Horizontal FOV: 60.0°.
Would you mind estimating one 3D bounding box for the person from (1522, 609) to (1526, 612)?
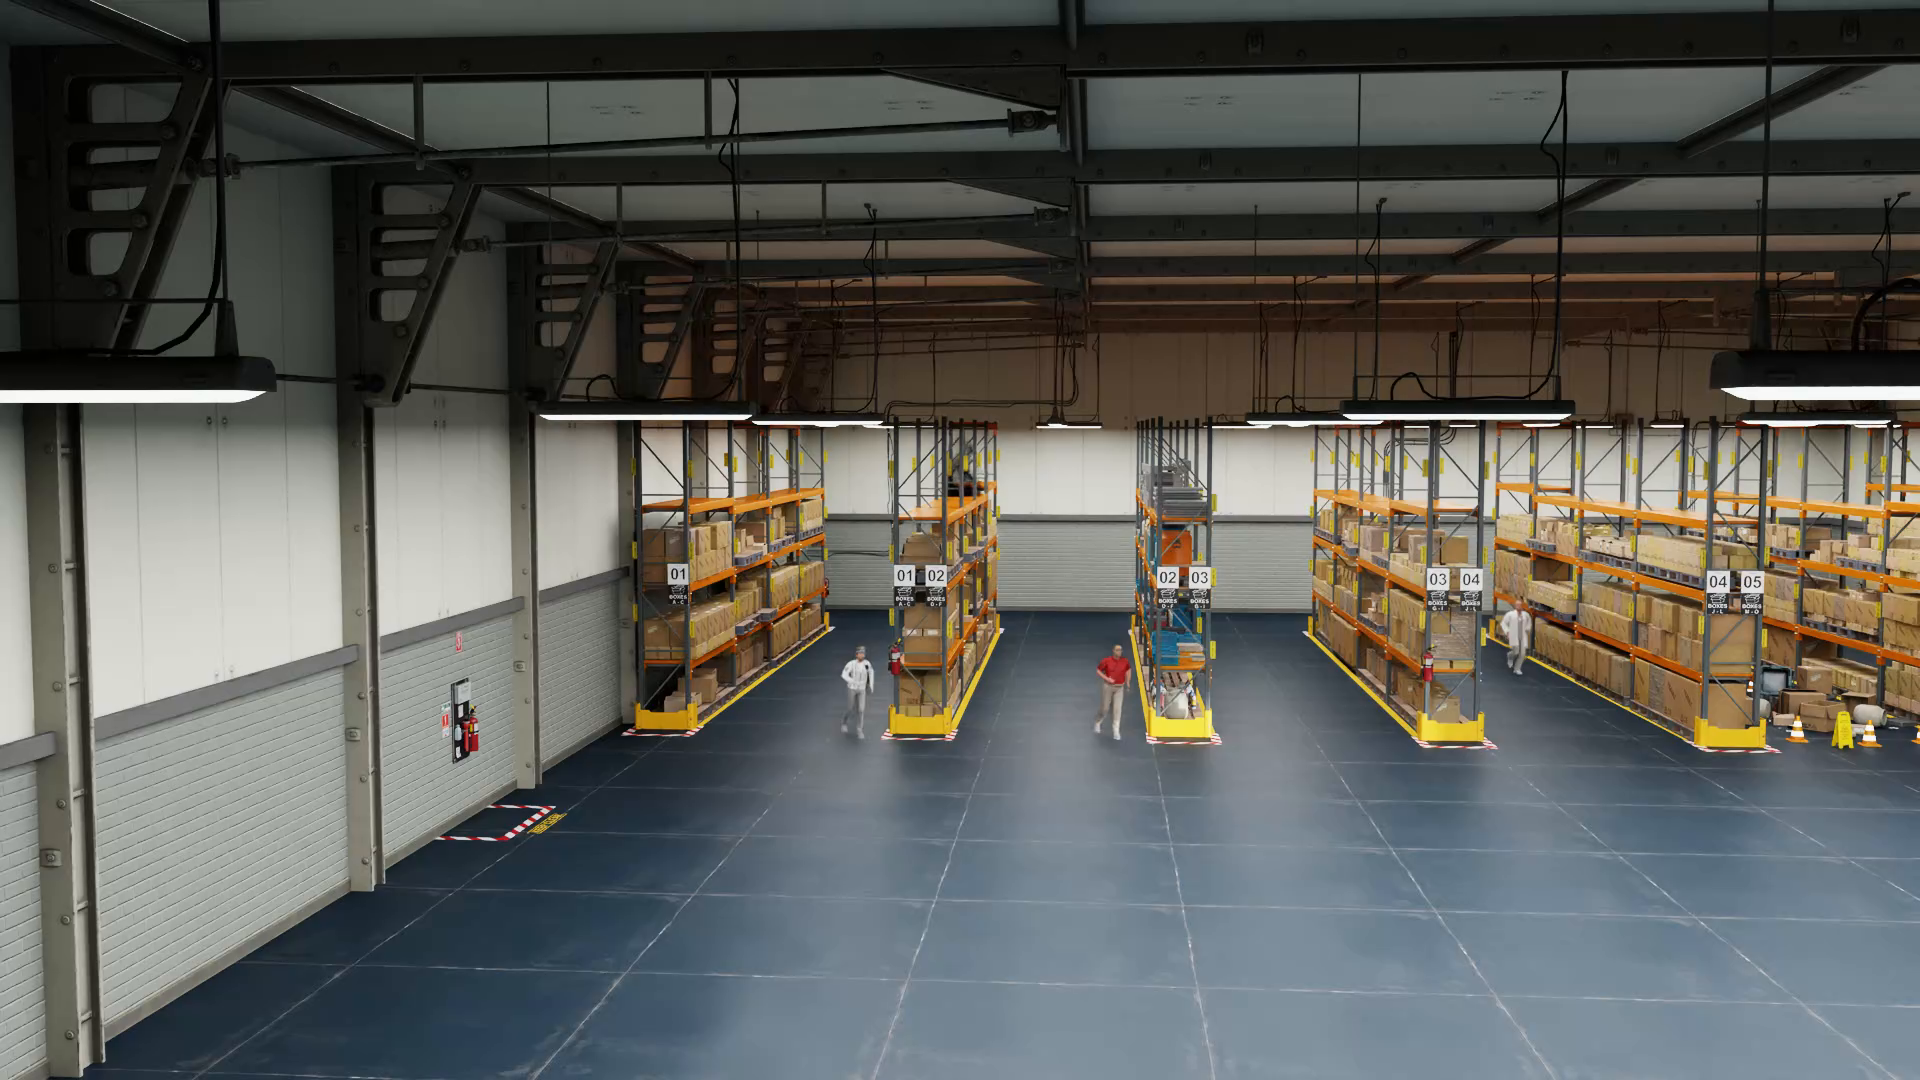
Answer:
[{"bbox_3d":[16.140,1.935,47.433,0.480,1.289,0.675,4,5,45],"label":"person"}]

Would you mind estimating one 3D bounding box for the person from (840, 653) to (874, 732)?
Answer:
[{"bbox_3d":[-1.908,2.809,31.293,0.665,1.568,0.679,-1,4,-20],"label":"person"}]

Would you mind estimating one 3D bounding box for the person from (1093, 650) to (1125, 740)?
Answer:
[{"bbox_3d":[2.827,2.864,31.153,0.511,1.640,0.878,-1,4,-12],"label":"person"}]

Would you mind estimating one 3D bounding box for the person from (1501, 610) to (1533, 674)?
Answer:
[{"bbox_3d":[13.165,2.418,39.212,0.707,1.474,0.592,0,4,0],"label":"person"}]
